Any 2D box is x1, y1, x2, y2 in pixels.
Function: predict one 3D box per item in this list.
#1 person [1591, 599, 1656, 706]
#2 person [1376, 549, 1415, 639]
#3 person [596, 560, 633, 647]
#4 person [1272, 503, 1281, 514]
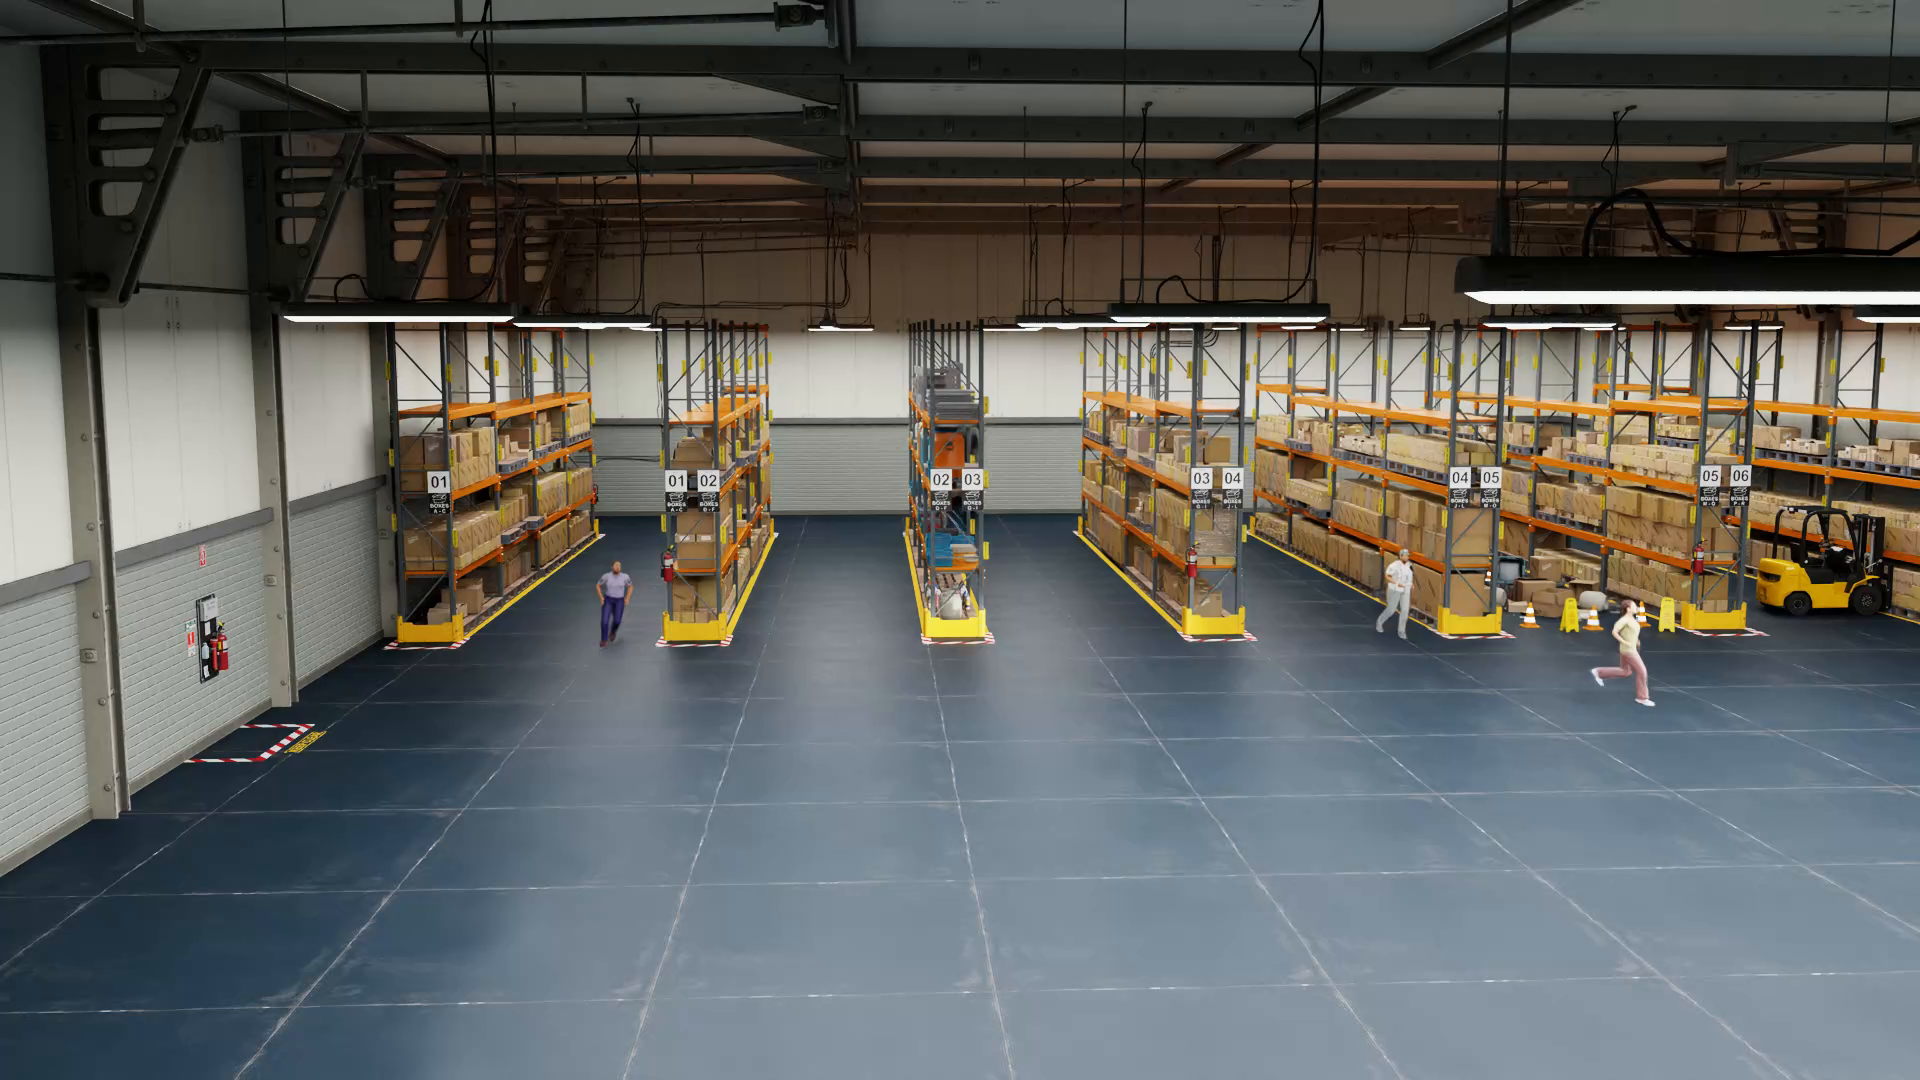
[{"bbox_3d":[10.381,1.736,25.956,0.973,1.653,0.563,4,8,27],"label":"person"},{"bbox_3d":[8.397,1.003,31.721,0.669,1.682,0.802,-3,8,-20],"label":"person"},{"bbox_3d":[-6.366,1.168,30.645,0.665,1.593,0.488,-1,7,-11],"label":"person"},{"bbox_3d":[9.388,-1.160,49.292,0.676,1.653,0.701,5,9,36],"label":"person"}]
